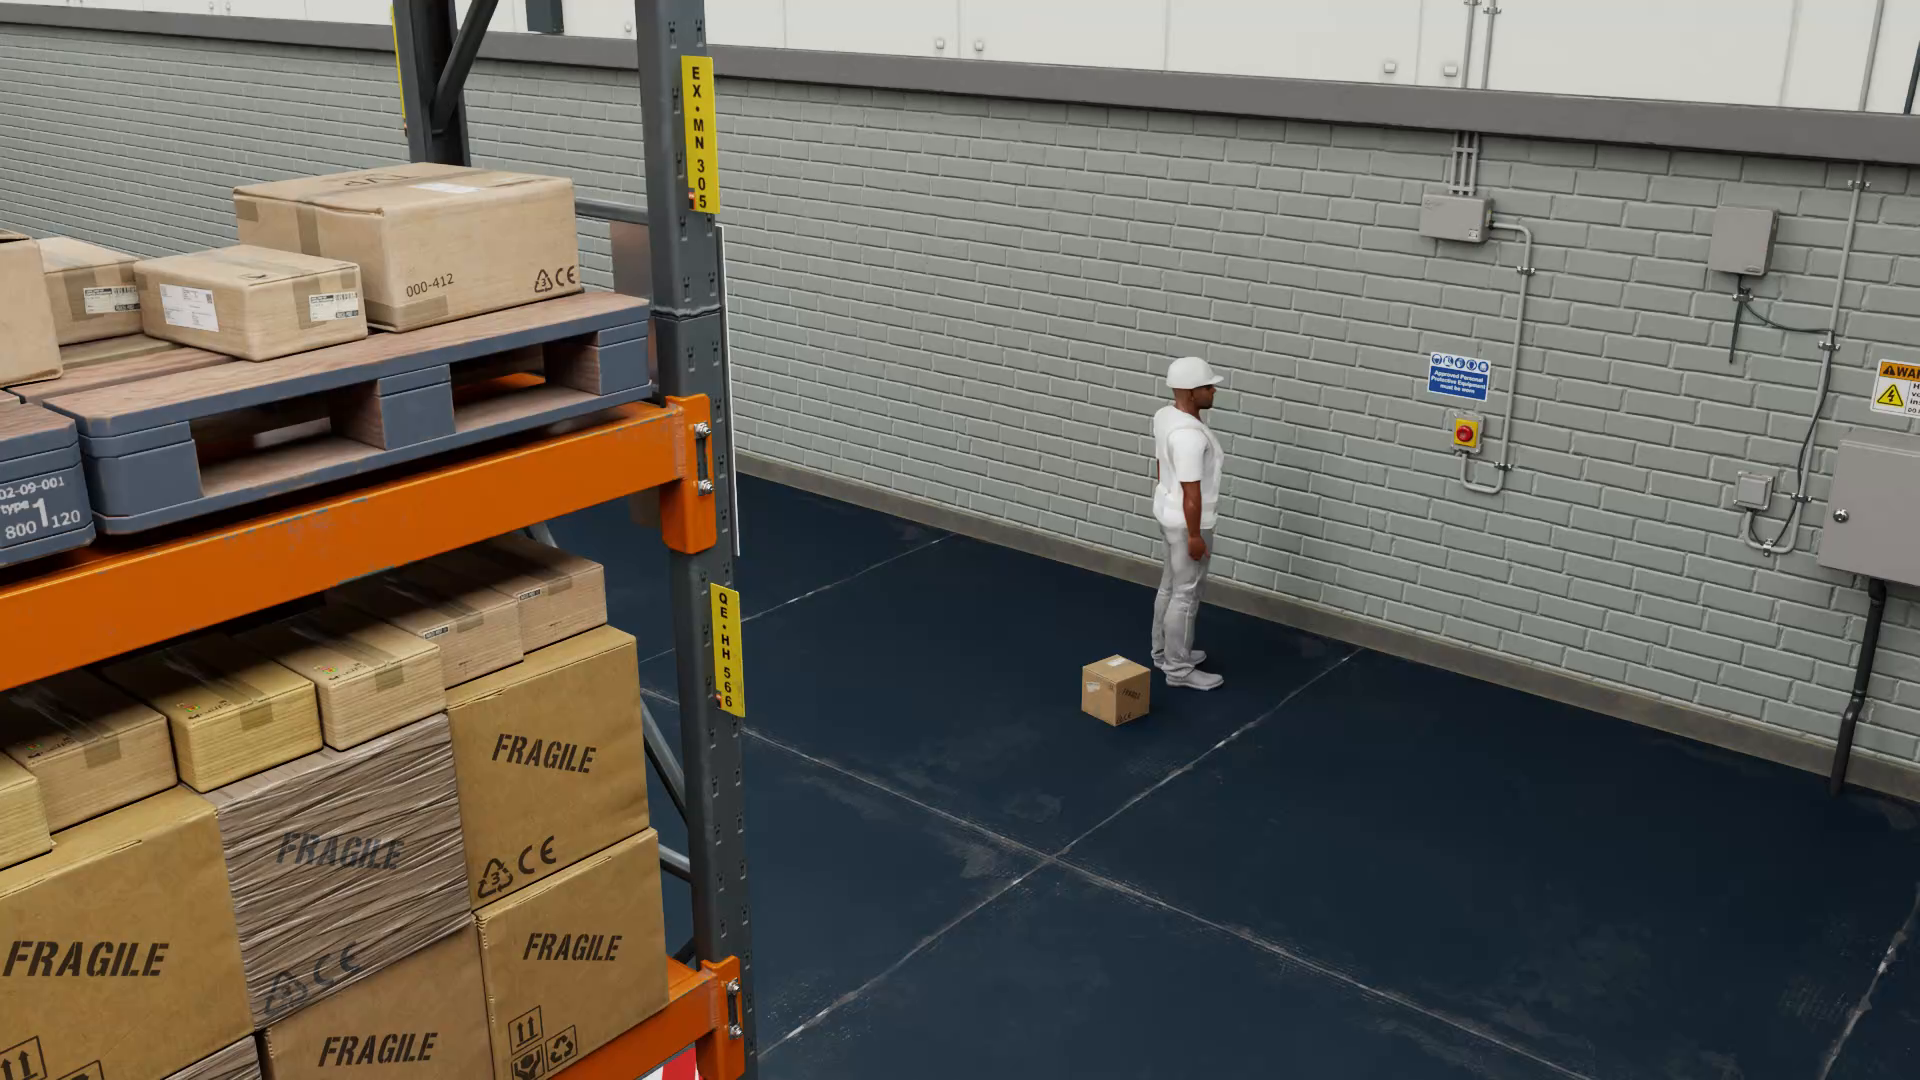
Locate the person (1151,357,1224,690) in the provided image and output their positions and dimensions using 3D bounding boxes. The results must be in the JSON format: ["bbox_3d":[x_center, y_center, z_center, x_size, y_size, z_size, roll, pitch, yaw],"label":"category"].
[{"bbox_3d":[1.210,-0.104,8.817,0.365,1.771,0.550,-2,20,-7],"label":"person"}]
